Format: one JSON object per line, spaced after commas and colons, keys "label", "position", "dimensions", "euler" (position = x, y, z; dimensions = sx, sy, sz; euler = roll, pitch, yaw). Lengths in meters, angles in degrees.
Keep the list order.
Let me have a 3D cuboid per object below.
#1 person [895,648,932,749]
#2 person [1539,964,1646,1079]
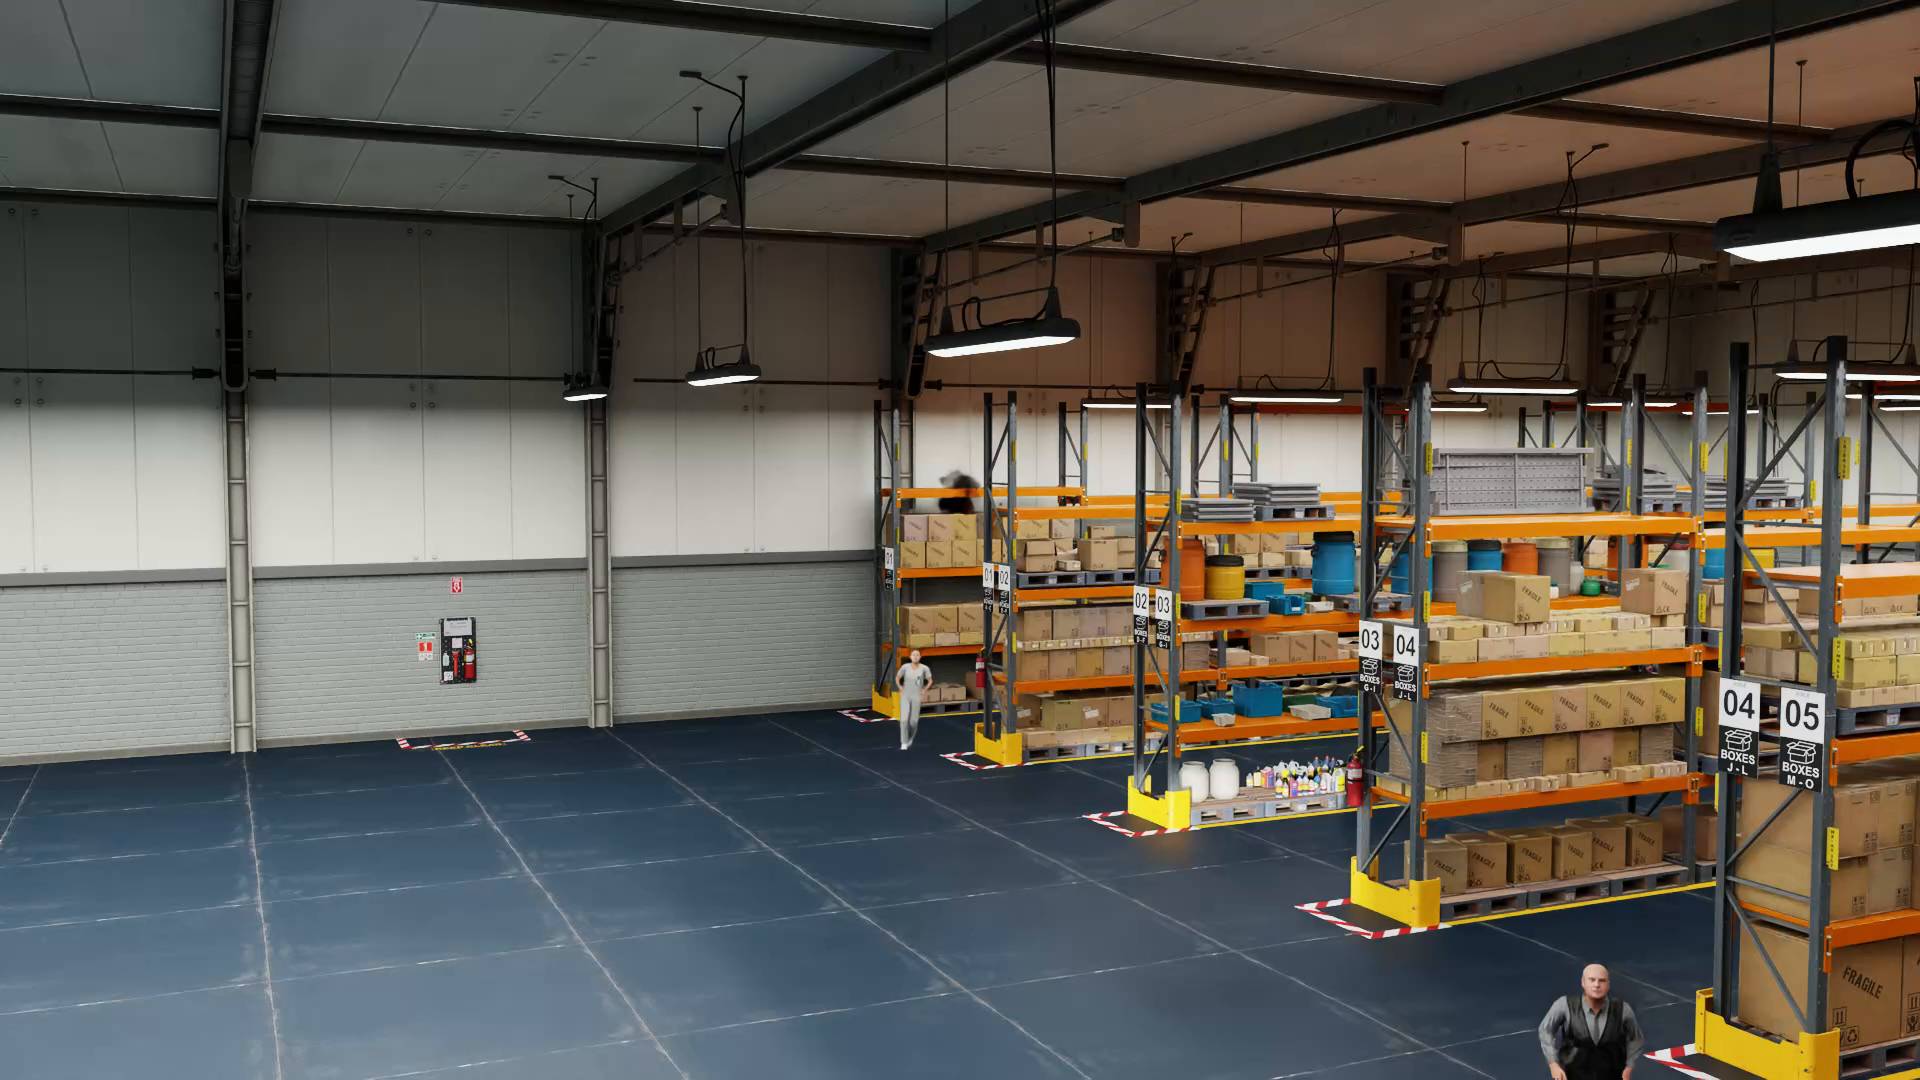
{"label": "person", "position": [-0.747, 2.530, 26.559], "dimensions": [0.600, 1.622, 0.570], "euler": [0, 3, 4]}
{"label": "person", "position": [4.273, 3.677, 11.256], "dimensions": [0.680, 1.690, 0.632], "euler": [1, 3, 15]}
